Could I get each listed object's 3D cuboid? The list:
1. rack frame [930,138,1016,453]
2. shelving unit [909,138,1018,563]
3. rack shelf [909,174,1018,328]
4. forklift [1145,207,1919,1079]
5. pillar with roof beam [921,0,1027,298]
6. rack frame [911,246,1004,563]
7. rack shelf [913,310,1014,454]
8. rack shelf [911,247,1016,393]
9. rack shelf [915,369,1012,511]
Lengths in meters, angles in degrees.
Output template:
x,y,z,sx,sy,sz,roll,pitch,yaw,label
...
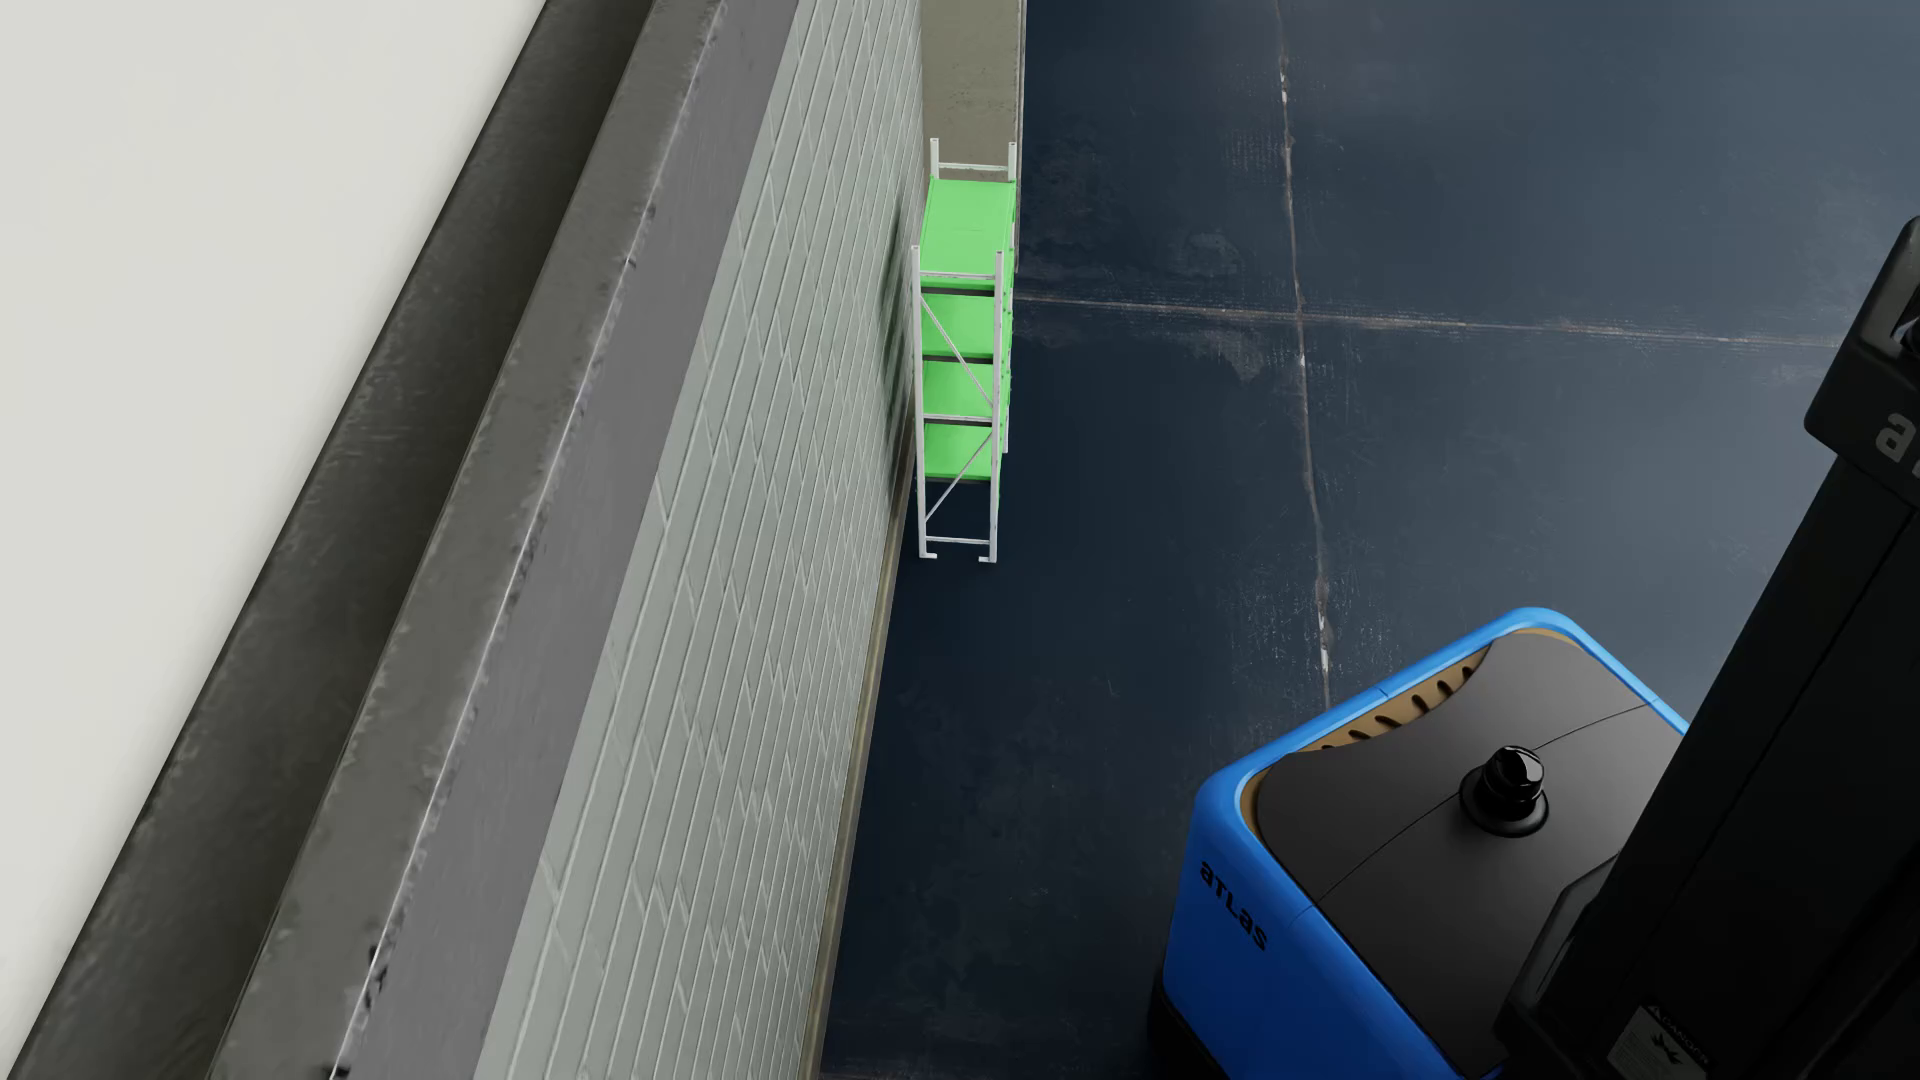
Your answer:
x,y,z,sx,sy,sz,roll,pitch,yaw,label
0.037,-0.706,5.083,0.240,1.200,0.015,4,48,4,rack frame
0.015,-0.527,4.919,0.258,1.200,0.503,4,48,4,shelving unit
0.015,-0.807,4.611,0.258,0.148,0.480,4,48,4,rack shelf
1.653,0.967,2.379,1.130,2.935,3.031,-24,52,-21,forklift
4.331,-3.639,2.480,9.100,9.000,0.400,4,48,4,pillar with roof beam
-0.007,-0.347,4.755,0.240,1.200,0.015,4,48,4,rack frame
0.015,-0.483,4.966,0.258,0.148,0.480,4,48,4,rack shelf
0.015,-0.645,4.789,0.258,0.148,0.480,4,48,4,rack shelf
0.015,-0.321,5.143,0.258,0.148,0.480,4,48,4,rack shelf
